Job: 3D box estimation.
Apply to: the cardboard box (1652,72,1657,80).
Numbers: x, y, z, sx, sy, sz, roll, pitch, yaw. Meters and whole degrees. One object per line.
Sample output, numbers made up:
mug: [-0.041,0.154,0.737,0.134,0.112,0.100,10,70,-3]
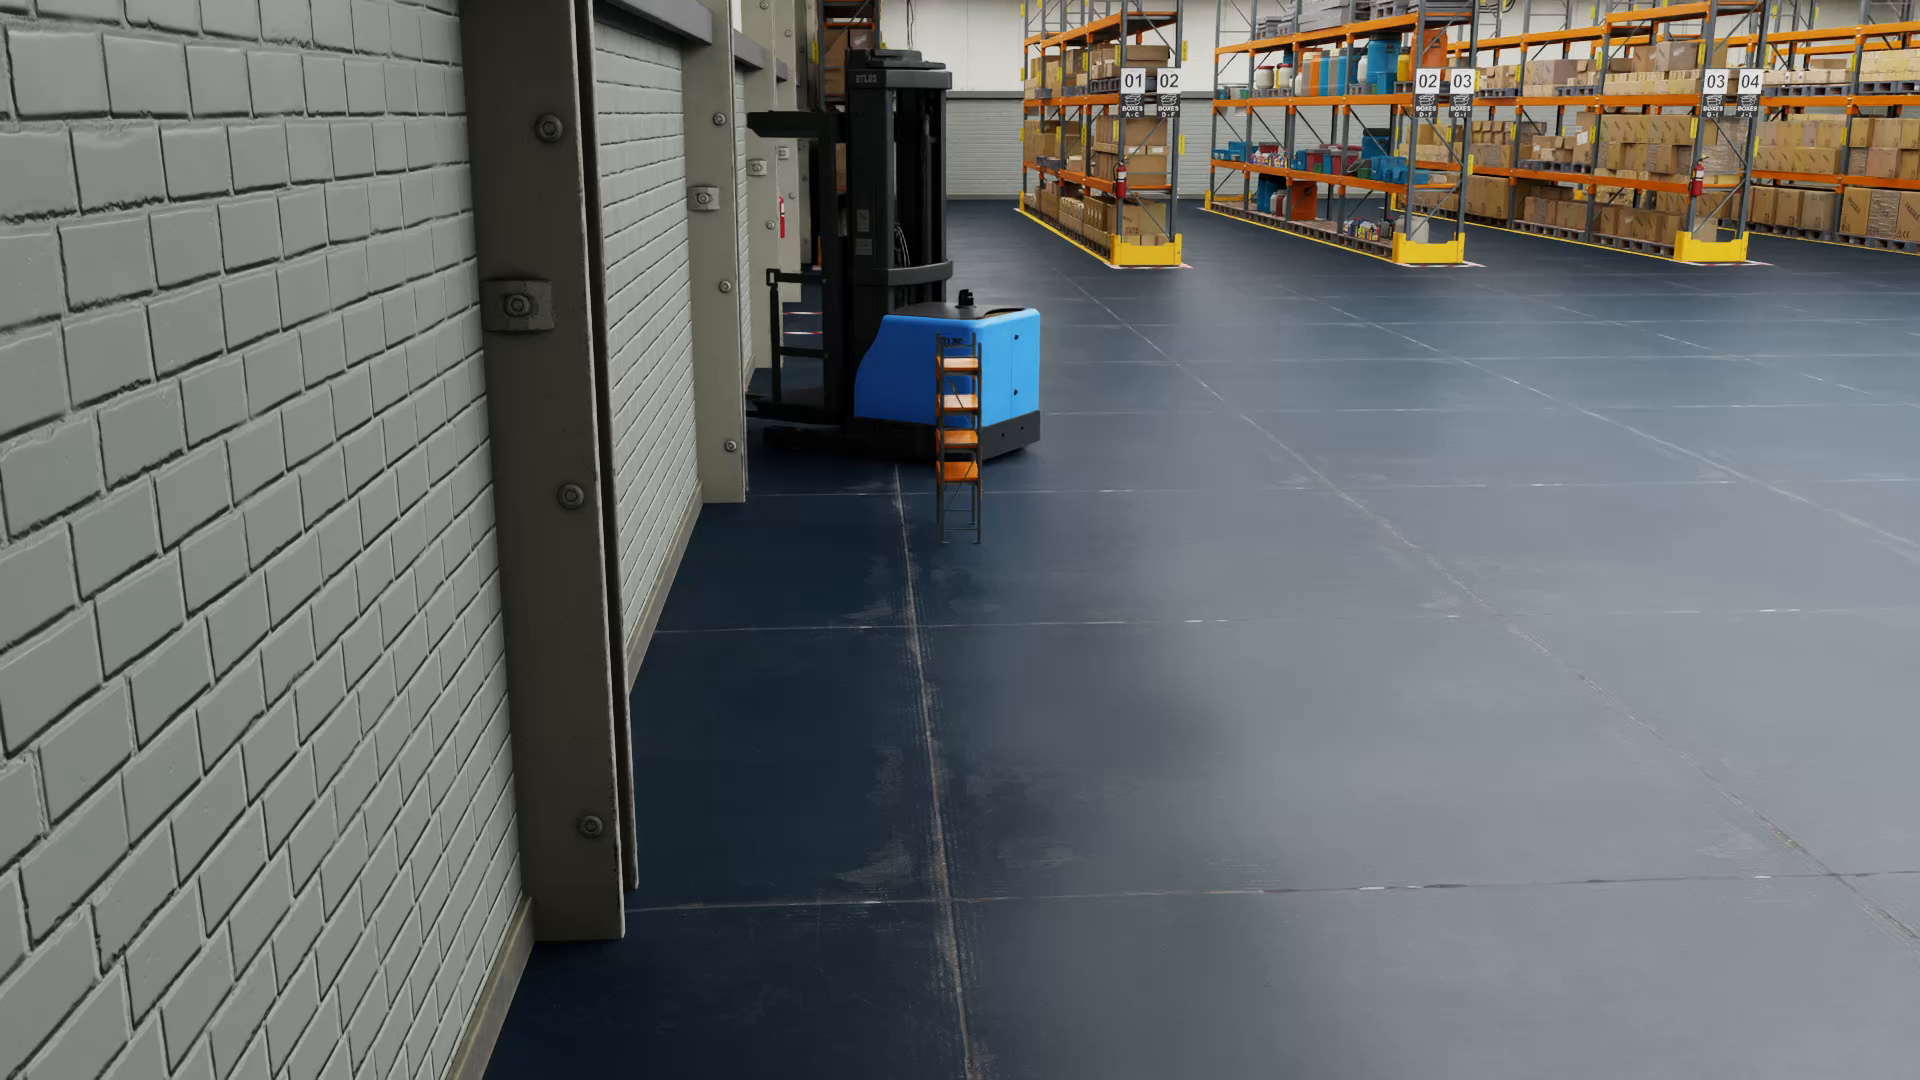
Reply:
cardboard box: [12.660,-8.323,29.836,0.380,0.149,0.250,-2,15,-6]

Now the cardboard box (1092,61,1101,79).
cardboard box: [2.699,-8.553,30.284,0.500,0.311,0.500,-2,15,-7]

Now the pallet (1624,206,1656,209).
pallet: [17.169,-8.145,41.259,1.003,0.211,1.213,-1,14,-3]

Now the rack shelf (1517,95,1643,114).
rack shelf: [12.661,-8.890,33.981,1.077,0.370,4.000,-1,14,-3]

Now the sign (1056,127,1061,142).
sign: [2.108,-8.642,35.431,0.100,0.325,0.005,-1,14,-3]

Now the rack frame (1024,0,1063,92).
rack frame: [2.154,-13.026,42.593,1.000,3.000,0.127,-1,14,-3]

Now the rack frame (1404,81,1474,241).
rack frame: [8.089,-6.217,28.168,1.000,3.000,0.127,-1,14,-3]

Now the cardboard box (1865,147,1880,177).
cardboard box: [17.833,-7.184,31.627,0.875,0.550,0.550,-1,14,-3]

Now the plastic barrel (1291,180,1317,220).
plastic barrel: [7.546,-7.480,36.591,0.600,0.830,0.708,-1,14,-3]

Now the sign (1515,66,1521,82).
sign: [11.982,-10.018,35.725,0.100,0.325,0.005,-1,14,-3]

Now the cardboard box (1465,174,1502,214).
cardboard box: [12.405,-8.071,38.796,1.225,0.875,0.875,-1,14,-5]

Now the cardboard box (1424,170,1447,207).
cardboard box: [12.272,-8.841,41.790,0.875,0.875,0.875,-1,14,-3]

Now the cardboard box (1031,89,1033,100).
cardboard box: [2.020,-10.996,41.023,0.500,0.250,0.500,-1,14,-3]

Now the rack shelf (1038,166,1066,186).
rack shelf: [2.525,-8.280,37.630,1.077,0.370,4.000,-1,14,-3]

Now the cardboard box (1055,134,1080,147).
cardboard box: [2.572,-8.939,37.705,0.700,0.500,0.500,-5,15,-18]

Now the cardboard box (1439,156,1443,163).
cardboard box: [11.927,-9.291,40.620,0.380,0.149,0.250,-1,14,-2]

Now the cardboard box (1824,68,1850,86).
cardboard box: [22.064,-11.520,41.509,0.797,0.503,0.637,0,14,1]

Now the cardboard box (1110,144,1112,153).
cardboard box: [2.849,-6.918,29.391,0.380,0.149,0.250,0,14,-2]

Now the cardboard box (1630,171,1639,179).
cardboard box: [12.604,-6.735,30.688,0.380,0.149,0.250,-1,14,-3]

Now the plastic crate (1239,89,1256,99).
plastic crate: [6.970,-10.794,40.275,0.416,0.233,0.300,-1,14,-3]

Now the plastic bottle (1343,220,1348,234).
plastic bottle: [7.423,-6.017,31.985,0.097,0.271,0.097,0,14,0]

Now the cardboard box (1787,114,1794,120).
cardboard box: [21.701,-10.984,43.187,0.380,0.149,0.250,-1,14,-5]

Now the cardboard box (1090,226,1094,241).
cardboard box: [2.675,-5.639,30.598,0.500,0.250,0.500,-1,14,-3]

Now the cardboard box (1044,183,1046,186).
cardboard box: [2.433,-8.991,43.086,0.500,0.500,0.500,-1,14,-3]

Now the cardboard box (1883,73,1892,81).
cardboard box: [17.472,-8.638,31.019,0.380,0.149,0.250,-1,14,-4]

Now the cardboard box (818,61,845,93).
cardboard box: [-2.078,-7.674,27.573,0.500,0.500,0.500,0,14,1]

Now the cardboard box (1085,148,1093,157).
cardboard box: [2.802,-7.631,33.465,0.500,0.500,0.500,-1,14,-3]

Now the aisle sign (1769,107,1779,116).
aisle sign: [21.638,-11.698,44.254,0.394,0.787,0.004,-1,14,-3]

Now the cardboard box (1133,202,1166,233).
cardboard box: [3.301,-5.637,29.086,0.500,0.500,0.500,-1,14,-3]

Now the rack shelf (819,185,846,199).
rack shelf: [-1.923,-6.213,29.597,1.077,0.370,4.000,-1,14,-3]

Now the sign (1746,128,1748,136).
sign: [23.597,-12.274,50.053,0.339,0.242,0.001,-1,14,-3]

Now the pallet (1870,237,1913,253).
pallet: [17.789,-5.494,30.957,1.003,0.211,1.213,-1,14,-3]

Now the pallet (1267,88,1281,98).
pallet: [7.565,-10.087,37.569,1.003,0.211,1.213,-1,14,-3]

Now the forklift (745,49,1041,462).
forklift: [-0.918,-2.204,12.710,3.031,2.935,1.130,8,17,29]

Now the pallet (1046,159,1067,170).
pallet: [2.537,-8.205,36.282,1.213,0.211,1.003,-1,14,-3]

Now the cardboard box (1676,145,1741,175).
cardboard box: [13.026,-6.623,28.949,0.875,0.500,0.500,-1,14,-3]

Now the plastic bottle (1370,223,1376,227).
plastic bottle: [7.661,-5.754,30.954,0.152,0.276,0.135,-1,14,-3]

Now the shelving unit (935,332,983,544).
shelving unit: [-0.010,-0.622,10.037,0.258,1.200,0.503,-1,14,-3]

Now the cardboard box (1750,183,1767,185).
cardboard box: [17.692,-7.865,37.245,0.500,0.250,0.500,-2,15,-6]

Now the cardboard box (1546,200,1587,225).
cardboard box: [12.687,-6.840,34.725,0.700,0.500,0.500,0,14,1]

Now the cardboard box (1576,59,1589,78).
cardboard box: [12.874,-9.660,34.329,0.500,0.500,0.500,-1,14,-2]

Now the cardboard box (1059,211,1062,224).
cardboard box: [2.389,-6.868,35.374,0.500,0.250,0.500,-1,14,-4]

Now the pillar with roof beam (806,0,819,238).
pillar with roof beam: [1.219,-10.688,33.509,9.100,9.000,0.400,-1,14,-3]

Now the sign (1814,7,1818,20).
sign: [22.475,-13.826,43.670,0.100,0.325,0.005,-1,14,-3]

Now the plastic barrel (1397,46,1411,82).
plastic barrel: [7.891,-8.245,28.813,0.600,0.588,0.600,0,14,0]

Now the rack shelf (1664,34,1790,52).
rack shelf: [17.370,-11.195,37.723,1.077,0.370,4.000,-1,14,-3]

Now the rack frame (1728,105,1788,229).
rack frame: [17.493,-8.334,36.398,1.000,3.000,0.127,-1,14,-3]

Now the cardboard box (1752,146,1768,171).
cardboard box: [17.286,-8.140,35.444,0.500,0.500,0.500,-1,14,-4]

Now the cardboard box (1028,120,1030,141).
cardboard box: [1.984,-10.284,41.770,0.500,0.500,0.500,-1,14,-3]

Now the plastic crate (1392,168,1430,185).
plastic crate: [7.759,-6.264,28.653,0.499,0.251,0.616,-1,14,-3]

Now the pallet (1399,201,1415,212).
pallet: [12.169,-8.724,43.510,1.003,0.211,1.213,-1,14,-3]

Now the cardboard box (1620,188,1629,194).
cardboard box: [16.839,-8.781,41.818,0.380,0.149,0.250,-2,15,-6]
